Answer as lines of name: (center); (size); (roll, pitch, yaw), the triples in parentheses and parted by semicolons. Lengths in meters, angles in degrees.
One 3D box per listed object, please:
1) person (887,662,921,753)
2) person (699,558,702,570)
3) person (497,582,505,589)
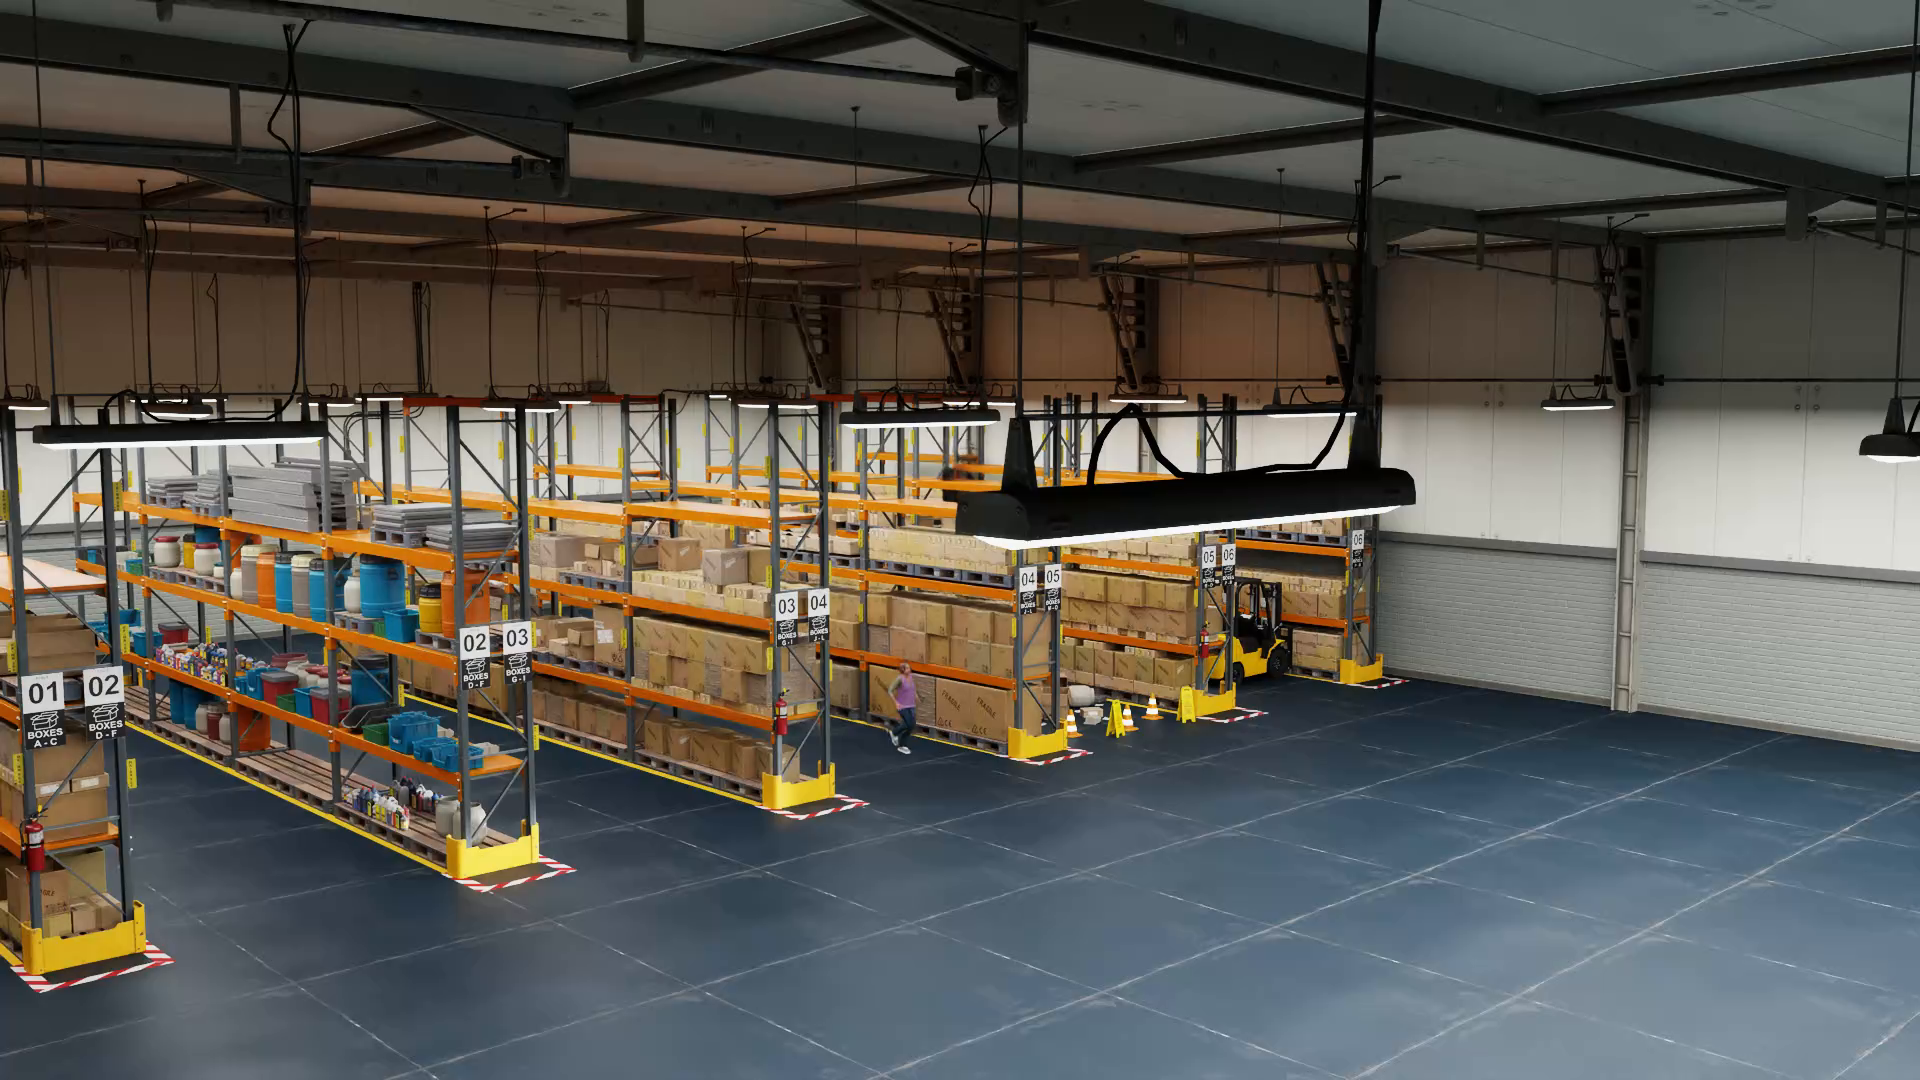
person: (-0.915, 2.848, 28.181); (0.544, 1.549, 0.541); (5, 7, 41)
person: (-7.038, 1.196, 44.216); (0.541, 1.730, 0.707); (-1, 6, -13)
person: (-10.530, 1.807, 38.124); (0.711, 1.712, 0.665); (-2, 6, -17)
